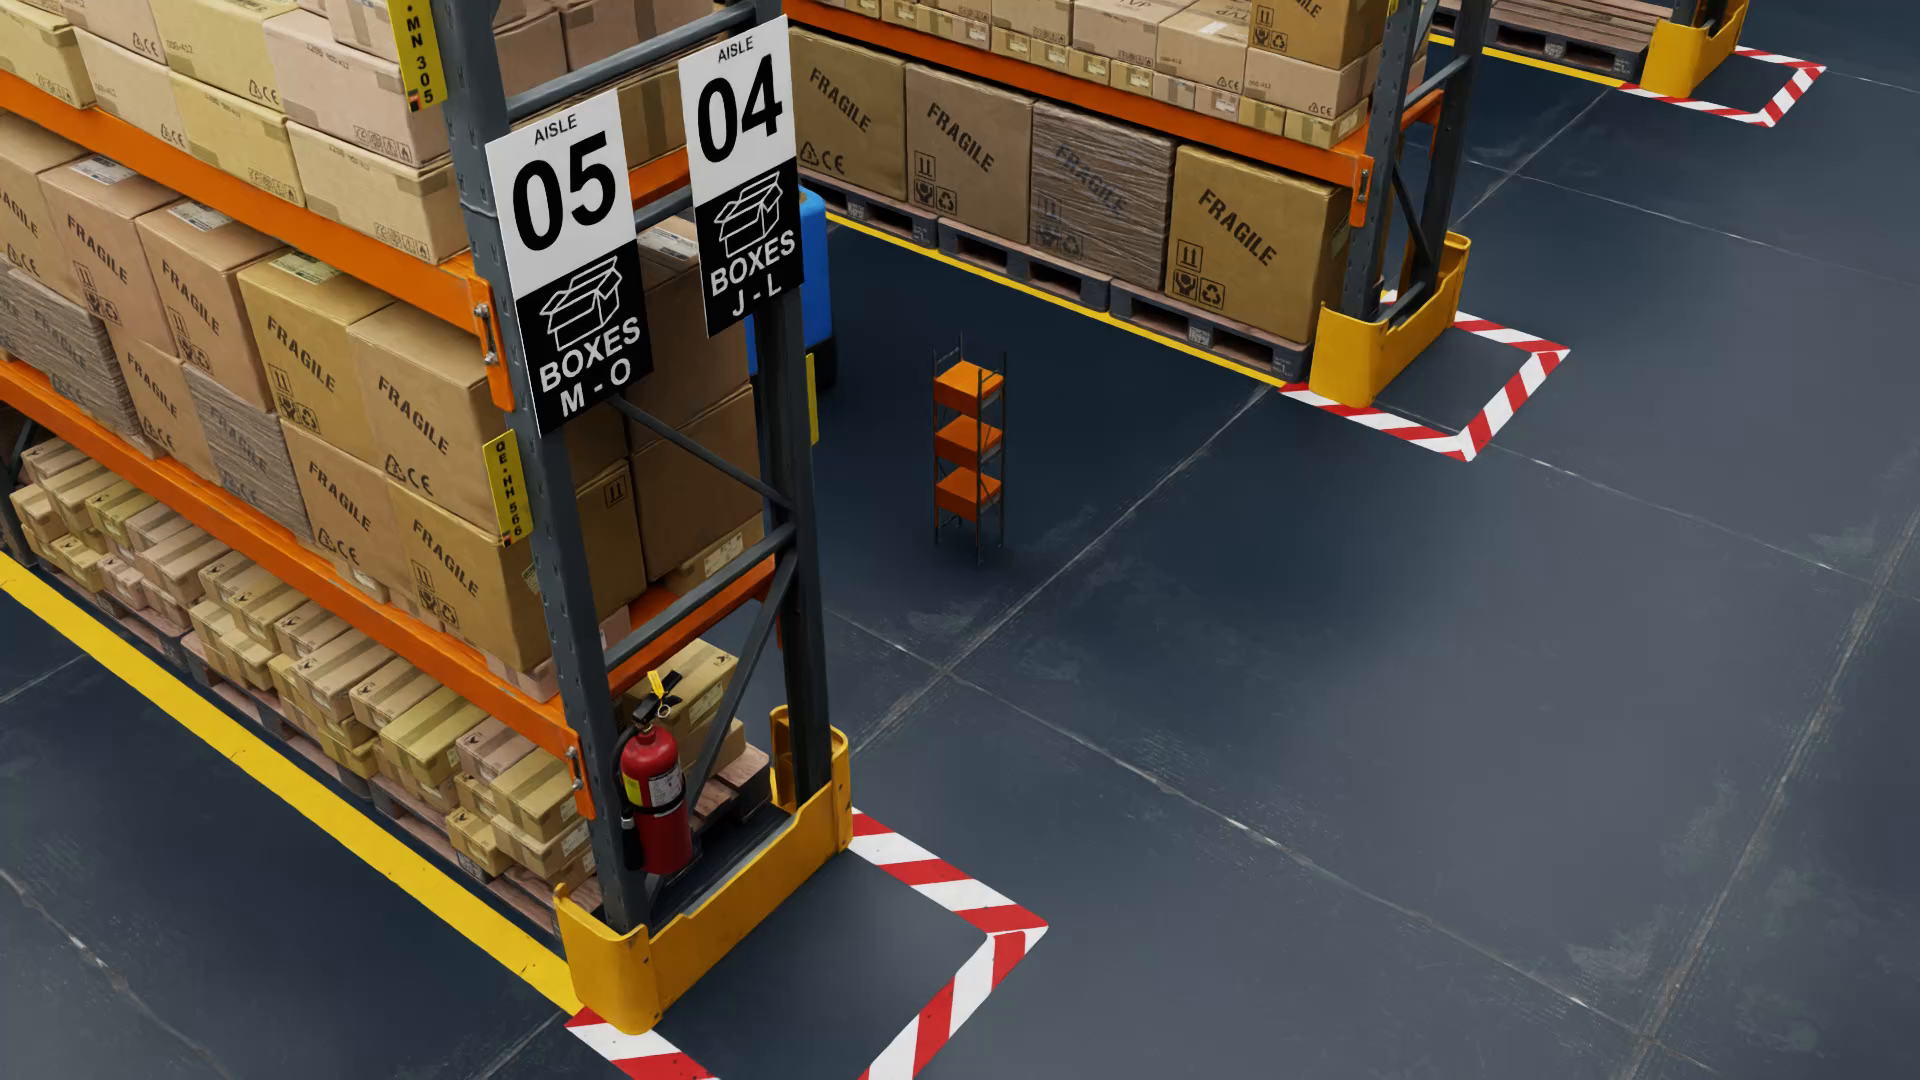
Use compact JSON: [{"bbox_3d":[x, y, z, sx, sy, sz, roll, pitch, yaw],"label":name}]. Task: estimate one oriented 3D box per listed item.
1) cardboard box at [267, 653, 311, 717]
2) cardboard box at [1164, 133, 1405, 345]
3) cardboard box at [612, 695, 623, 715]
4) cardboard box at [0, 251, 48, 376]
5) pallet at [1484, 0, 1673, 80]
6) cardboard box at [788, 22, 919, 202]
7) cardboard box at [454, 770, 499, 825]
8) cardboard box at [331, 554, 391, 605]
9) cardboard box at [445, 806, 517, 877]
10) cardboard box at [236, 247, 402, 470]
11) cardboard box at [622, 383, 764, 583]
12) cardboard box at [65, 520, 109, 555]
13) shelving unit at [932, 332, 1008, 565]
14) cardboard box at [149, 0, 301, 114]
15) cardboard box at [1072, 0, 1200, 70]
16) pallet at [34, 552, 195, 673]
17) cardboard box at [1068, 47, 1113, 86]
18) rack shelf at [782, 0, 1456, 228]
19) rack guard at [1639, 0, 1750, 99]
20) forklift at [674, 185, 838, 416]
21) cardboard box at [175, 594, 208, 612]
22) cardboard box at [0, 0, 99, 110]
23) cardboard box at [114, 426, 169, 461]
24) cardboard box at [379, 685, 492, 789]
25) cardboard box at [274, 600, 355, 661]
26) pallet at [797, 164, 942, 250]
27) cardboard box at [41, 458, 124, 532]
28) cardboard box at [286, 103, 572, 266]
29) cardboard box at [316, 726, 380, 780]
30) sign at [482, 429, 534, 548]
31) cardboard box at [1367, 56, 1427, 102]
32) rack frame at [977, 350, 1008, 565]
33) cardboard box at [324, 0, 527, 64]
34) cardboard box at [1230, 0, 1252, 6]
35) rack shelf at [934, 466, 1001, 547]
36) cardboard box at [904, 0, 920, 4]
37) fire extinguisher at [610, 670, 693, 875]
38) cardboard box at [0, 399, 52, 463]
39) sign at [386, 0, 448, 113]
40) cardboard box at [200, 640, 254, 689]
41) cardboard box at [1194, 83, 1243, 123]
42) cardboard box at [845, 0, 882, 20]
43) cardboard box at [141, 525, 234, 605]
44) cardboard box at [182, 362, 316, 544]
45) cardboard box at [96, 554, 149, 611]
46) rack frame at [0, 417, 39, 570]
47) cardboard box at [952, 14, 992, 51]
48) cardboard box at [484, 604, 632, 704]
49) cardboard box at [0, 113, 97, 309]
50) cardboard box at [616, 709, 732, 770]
[{"bbox_3d":[-2.428,0.482,6.432,0.250,0.149,0.380,28,46,31],"label":"cardboard box"},{"bbox_3d":[1.727,-1.734,8.914,0.875,0.875,0.875,25,45,29],"label":"cardboard box"},{"bbox_3d":[-1.311,0.502,6.165,0.250,0.149,0.380,26,45,29],"label":"cardboard box"},{"bbox_3d":[-3.349,-0.978,6.243,0.500,0.500,0.500,25,45,29],"label":"cardboard box"},{"bbox_3d":[4.662,-3.860,12.509,1.213,0.211,1.003,25,45,29],"label":"pallet"},{"bbox_3d":[-0.418,-2.745,10.206,0.875,0.875,0.875,25,45,29],"label":"cardboard box"},{"bbox_3d":[-1.577,0.844,5.970,0.250,0.149,0.380,24,44,28],"label":"cardboard box"},{"bbox_3d":[-1.840,0.019,5.496,0.250,0.149,0.380,27,45,30],"label":"cardboard box"},{"bbox_3d":[-1.620,1.001,6.010,0.250,0.149,0.380,27,45,30],"label":"cardboard box"},{"bbox_3d":[-1.727,-0.604,4.954,0.500,0.500,0.500,24,44,27],"label":"cardboard box"},{"bbox_3d":[-0.998,-0.274,5.344,0.500,0.500,0.500,27,46,31],"label":"cardboard box"},{"bbox_3d":[-3.638,-0.129,7.212,0.250,0.149,0.380,26,45,29],"label":"cardboard box"},{"bbox_3d":[0.042,-0.393,7.401,0.252,1.050,0.215,25,45,29],"label":"shelving unit"},{"bbox_3d":[-1.737,-1.372,4.352,0.500,0.250,0.500,24,44,27],"label":"cardboard box"},{"bbox_3d":[0.931,-2.695,8.640,0.500,0.250,0.500,24,44,27],"label":"cardboard box"},{"bbox_3d":[-3.432,0.020,7.553,1.213,0.211,1.003,25,45,29],"label":"pallet"},{"bbox_3d":[0.783,-2.557,8.786,0.250,0.149,0.380,25,45,29],"label":"cardboard box"},{"bbox_3d":[0.695,-2.671,9.311,4.000,0.370,1.077,25,45,29],"label":"rack shelf"},{"bbox_3d":[5.320,-3.643,11.998,0.348,0.500,1.175,25,45,29],"label":"rack guard"},{"bbox_3d":[-2.039,-2.430,8.476,1.130,2.935,3.031,-31,48,-34],"label":"forklift"},{"bbox_3d":[-3.006,0.162,6.841,0.250,0.149,0.380,27,46,30],"label":"cardboard box"},{"bbox_3d":[-2.561,-1.546,4.980,0.500,0.250,0.500,27,46,30],"label":"cardboard box"},{"bbox_3d":[-2.885,-0.477,6.130,0.250,0.149,0.380,27,46,30],"label":"cardboard box"},{"bbox_3d":[-1.832,0.678,5.940,0.250,0.149,0.380,24,44,28],"label":"cardboard box"},{"bbox_3d":[-2.388,0.323,6.393,0.250,0.149,0.380,24,44,27],"label":"cardboard box"},{"bbox_3d":[-0.337,-2.282,10.493,1.213,0.211,1.003,25,45,29],"label":"pallet"},{"bbox_3d":[-3.656,-0.226,7.095,0.250,0.149,0.380,28,46,31],"label":"cardboard box"},{"bbox_3d":[-1.332,-0.977,4.253,0.500,0.250,0.500,24,44,28],"label":"cardboard box"},{"bbox_3d":[-2.222,0.709,6.383,0.250,0.149,0.380,23,44,27],"label":"cardboard box"},{"bbox_3d":[-1.163,-0.130,4.287,0.005,0.325,0.100,25,45,29],"label":"sign"},{"bbox_3d":[2.202,-2.400,8.586,0.250,0.149,0.380,26,45,29],"label":"cardboard box"},{"bbox_3d":[0.139,-0.348,7.342,0.008,1.050,0.200,25,45,29],"label":"rack frame"},{"bbox_3d":[-1.252,-1.270,3.899,0.250,0.149,0.380,25,44,28],"label":"cardboard box"},{"bbox_3d":[1.650,-2.766,8.730,0.500,0.250,0.500,25,44,28],"label":"cardboard box"},{"bbox_3d":[0.043,-0.166,7.579,0.240,0.259,0.215,25,45,29],"label":"rack shelf"},{"bbox_3d":[-0.287,-3.268,9.371,0.500,0.250,0.500,25,44,28],"label":"cardboard box"},{"bbox_3d":[-0.890,0.684,4.809,0.183,0.674,0.296,25,45,29],"label":"fire extinguisher"},{"bbox_3d":[-4.728,-0.647,7.830,0.500,0.500,0.500,24,44,28],"label":"cardboard box"},{"bbox_3d":[-1.163,-1.079,3.544,0.005,0.325,0.100,25,45,29],"label":"sign"},{"bbox_3d":[-2.837,0.405,6.772,0.250,0.149,0.380,24,44,27],"label":"cardboard box"},{"bbox_3d":[1.394,-2.270,8.419,0.250,0.149,0.380,25,45,29],"label":"cardboard box"},{"bbox_3d":[-0.442,-3.134,9.523,0.250,0.149,0.380,27,45,30],"label":"cardboard box"},{"bbox_3d":[-3.052,0.066,6.722,0.250,0.149,0.380,26,45,29],"label":"cardboard box"},{"bbox_3d":[-2.137,-0.393,5.497,0.500,0.500,0.500,25,45,29],"label":"cardboard box"},{"bbox_3d":[-3.452,0.106,7.153,0.250,0.149,0.380,25,44,28],"label":"cardboard box"},{"bbox_3d":[-3.987,-1.312,6.993,0.127,3.000,1.000,25,45,29],"label":"rack frame"},{"bbox_3d":[0.169,-2.845,9.154,0.250,0.149,0.380,26,45,29],"label":"cardboard box"},{"bbox_3d":[-1.240,0.301,5.136,0.250,0.149,0.380,25,45,29],"label":"cardboard box"},{"bbox_3d":[-2.974,-1.183,5.695,0.500,0.500,0.500,26,45,29],"label":"cardboard box"},{"bbox_3d":[-1.070,0.704,6.148,0.250,0.149,0.380,27,46,30],"label":"cardboard box"}]
